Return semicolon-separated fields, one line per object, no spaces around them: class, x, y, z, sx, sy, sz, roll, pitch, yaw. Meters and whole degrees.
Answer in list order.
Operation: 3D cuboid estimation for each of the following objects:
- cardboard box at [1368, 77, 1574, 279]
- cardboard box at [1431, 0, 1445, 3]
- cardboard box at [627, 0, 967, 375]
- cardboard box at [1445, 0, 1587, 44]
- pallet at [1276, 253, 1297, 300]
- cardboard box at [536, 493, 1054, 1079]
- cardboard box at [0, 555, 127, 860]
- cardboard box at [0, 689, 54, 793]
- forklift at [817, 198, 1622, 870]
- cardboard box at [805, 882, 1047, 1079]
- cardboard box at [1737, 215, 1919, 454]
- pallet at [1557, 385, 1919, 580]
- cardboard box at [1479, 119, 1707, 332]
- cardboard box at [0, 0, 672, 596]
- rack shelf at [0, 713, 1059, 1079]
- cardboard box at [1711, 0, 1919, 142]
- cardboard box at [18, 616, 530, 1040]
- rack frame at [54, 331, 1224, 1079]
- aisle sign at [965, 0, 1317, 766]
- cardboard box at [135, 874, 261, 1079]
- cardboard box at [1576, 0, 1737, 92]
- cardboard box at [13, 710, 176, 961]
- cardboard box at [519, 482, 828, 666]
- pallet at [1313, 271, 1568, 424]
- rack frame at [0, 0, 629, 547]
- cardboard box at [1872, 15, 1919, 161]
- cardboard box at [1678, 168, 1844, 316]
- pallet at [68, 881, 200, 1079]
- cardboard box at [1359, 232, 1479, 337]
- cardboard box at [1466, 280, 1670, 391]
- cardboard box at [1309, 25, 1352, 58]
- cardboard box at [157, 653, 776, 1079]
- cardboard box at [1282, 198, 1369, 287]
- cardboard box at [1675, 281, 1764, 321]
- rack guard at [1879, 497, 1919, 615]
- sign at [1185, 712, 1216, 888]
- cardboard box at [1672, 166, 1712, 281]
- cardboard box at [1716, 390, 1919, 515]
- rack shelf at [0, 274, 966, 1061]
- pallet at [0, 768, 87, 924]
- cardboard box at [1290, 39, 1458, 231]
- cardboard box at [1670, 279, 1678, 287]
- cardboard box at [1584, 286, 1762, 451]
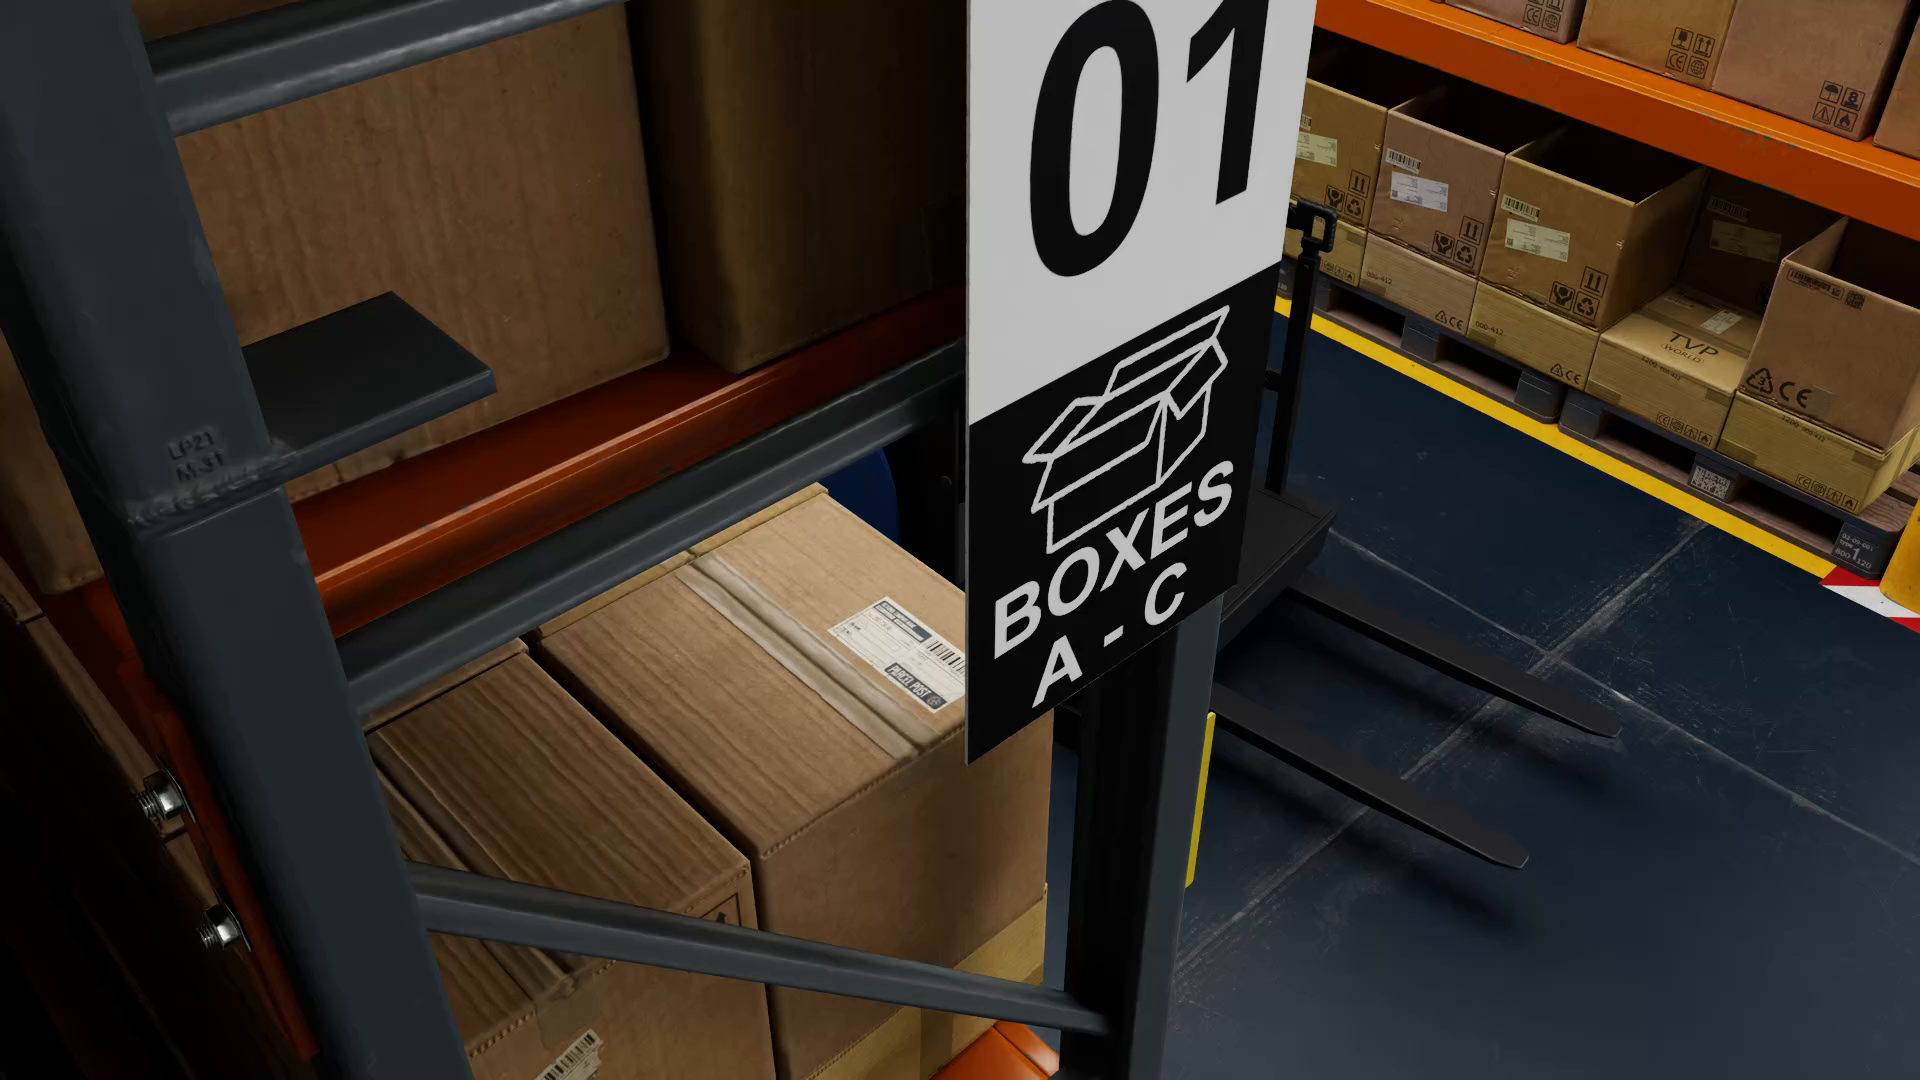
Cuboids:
cardboard box;1.921;-1.373;6.245;0.500;0.500;0.500;-30;48;-32
cardboard box;1.825;-2.390;6.166;0.700;0.500;0.500;-29;47;-31
cardboard box;-0.161;-0.545;1.479;0.500;0.500;0.500;-29;47;-31
cardboard box;2.172;-2.153;5.873;0.700;0.500;0.500;-28;47;-31
pallet;1.329;-1.558;7.435;1.003;0.211;1.213;-30;48;-32
cardboard box;-0.220;0.339;2.373;0.500;0.500;0.500;-30;48;-32
cardboard box;-1.280;0.086;2.687;0.500;0.500;0.500;-31;48;-33
cardboard box;-1.624;0.147;3.209;0.500;0.250;0.500;-29;47;-31
forklift;0.485;-0.888;4.441;3.031;2.935;1.130;27;46;30
cardboard box;-0.215;0.619;2.624;0.500;0.250;0.500;-31;48;-33
cardboard box;2.946;-0.685;5.392;0.500;0.500;0.500;-30;48;-32
pallet;2.979;-0.429;6.037;1.003;0.211;1.213;-30;48;-32
cardboard box;2.258;-1.141;5.957;0.500;0.500;0.500;-30;48;-32
cardboard box;-0.588;-0.370;1.262;0.500;0.500;0.500;-26;46;-29
rack shelf;-1.471;0.283;3.508;1.077;0.370;4.000;-30;48;-32
cardboard box;2.862;-1.679;5.286;0.700;0.500;0.500;-29;47;-31
cardboard box;-0.927;0.323;2.393;0.500;0.500;0.500;-29;47;-31
rack frame;-0.119;0.929;2.136;1.000;3.000;0.127;-30;48;-32
aisle sign;0.151;-0.176;1.436;0.394;0.787;0.004;-30;48;-32
cardboard box;-0.936;0.610;2.636;0.500;0.250;0.500;-29;47;-31
cardboard box;2.531;-1.911;5.574;0.700;0.500;0.500;-30;47;-31
cardboard box;-1.280;0.379;2.921;0.500;0.250;0.500;-30;48;-32
cardboard box;-0.547;0.106;2.662;0.500;0.500;0.500;-30;48;-32
pallet;2.159;-0.993;6.736;1.003;0.211;1.213;-30;48;-32
rack frame;-0.119;-1.405;0.251;1.000;3.000;0.127;-30;48;-32
cardboard box;3.221;-1.438;4.988;0.700;0.500;0.500;-30;48;-32
cardboard box;2.989;-1.136;5.951;0.500;0.500;0.500;-30;48;-32
pallet;-1.515;1.023;4.239;1.003;0.211;1.213;-30;48;-32
cardboard box;1.924;-1.083;6.482;0.500;0.250;0.500;-30;48;-32
cardboard box;2.261;-0.851;6.195;0.500;0.250;0.500;-30;48;-32
cardboard box;1.249;-1.839;6.821;0.500;0.500;0.500;-30;48;-32
cardboard box;-0.594;0.560;2.100;0.500;0.500;0.500;-31;48;-32
cardboard box;1.581;-1.312;6.765;0.500;0.250;0.500;-30;48;-32
cardboard box;2.988;-0.844;6.186;0.500;0.250;0.500;-30;48;-32
rack guard;3.544;-0.194;5.517;1.175;0.500;0.348;-30;48;-32
sign;0.281;0.362;2.150;0.100;0.325;0.005;-30;48;-32
cardboard box;2.641;-1.362;6.231;0.500;0.500;0.500;-30;48;-32
cardboard box;2.947;-0.394;5.629;0.500;0.250;0.500;-30;48;-32
rack shelf;-1.471;-0.884;2.566;1.077;0.370;4.000;-30;48;-32
pallet;-2.344;0.459;4.938;1.003;0.211;1.213;-30;48;-32
cardboard box;1.582;-1.604;6.530;0.500;0.500;0.500;-30;48;-32
cardboard box;2.650;-1.075;6.473;0.500;0.250;0.500;-30;48;-32
cardboard box;2.600;-0.620;5.909;0.500;0.250;0.500;-30;48;-32
